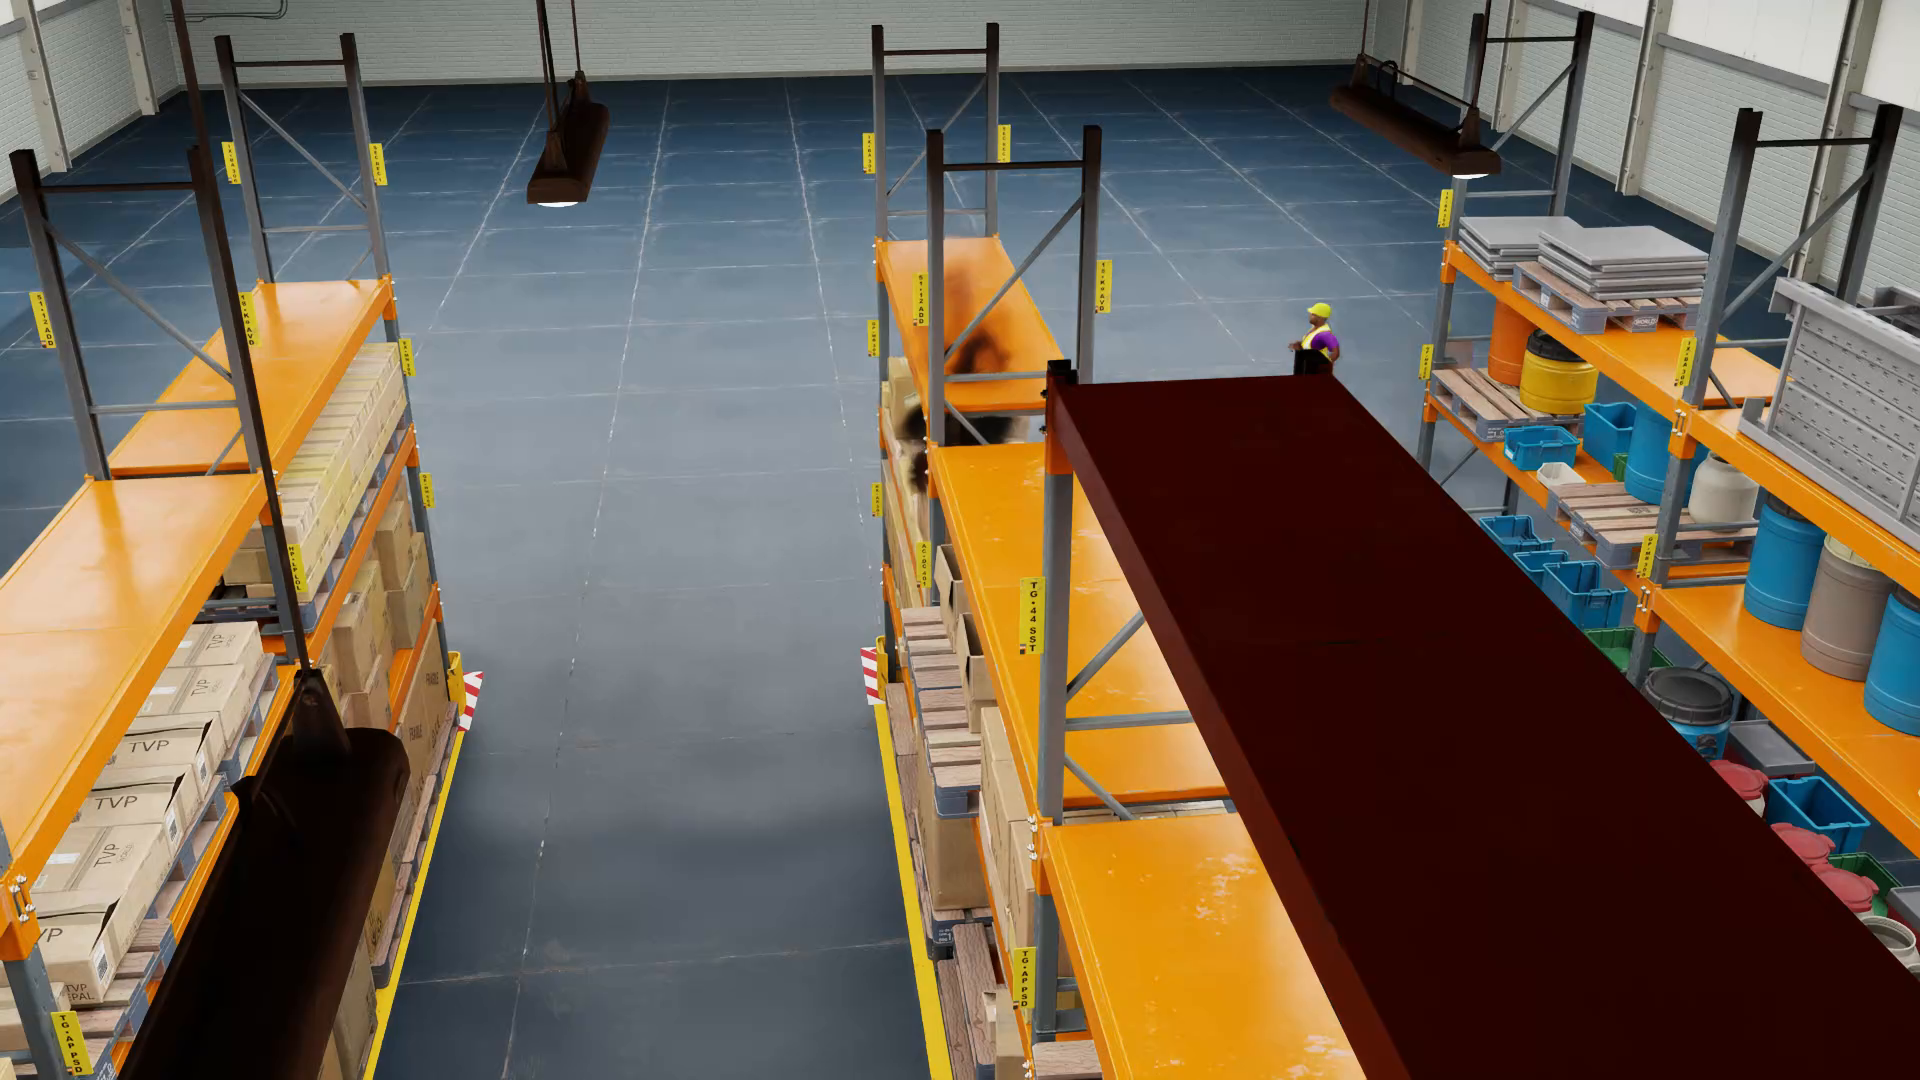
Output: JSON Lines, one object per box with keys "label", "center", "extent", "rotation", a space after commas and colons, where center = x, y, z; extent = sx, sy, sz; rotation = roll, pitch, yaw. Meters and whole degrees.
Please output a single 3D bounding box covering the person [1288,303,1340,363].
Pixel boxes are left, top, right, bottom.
{"label": "person", "center": [4.454, -2.100, 20.830], "extent": [0.957, 1.787, 0.694], "rotation": [6, 26, 12]}
